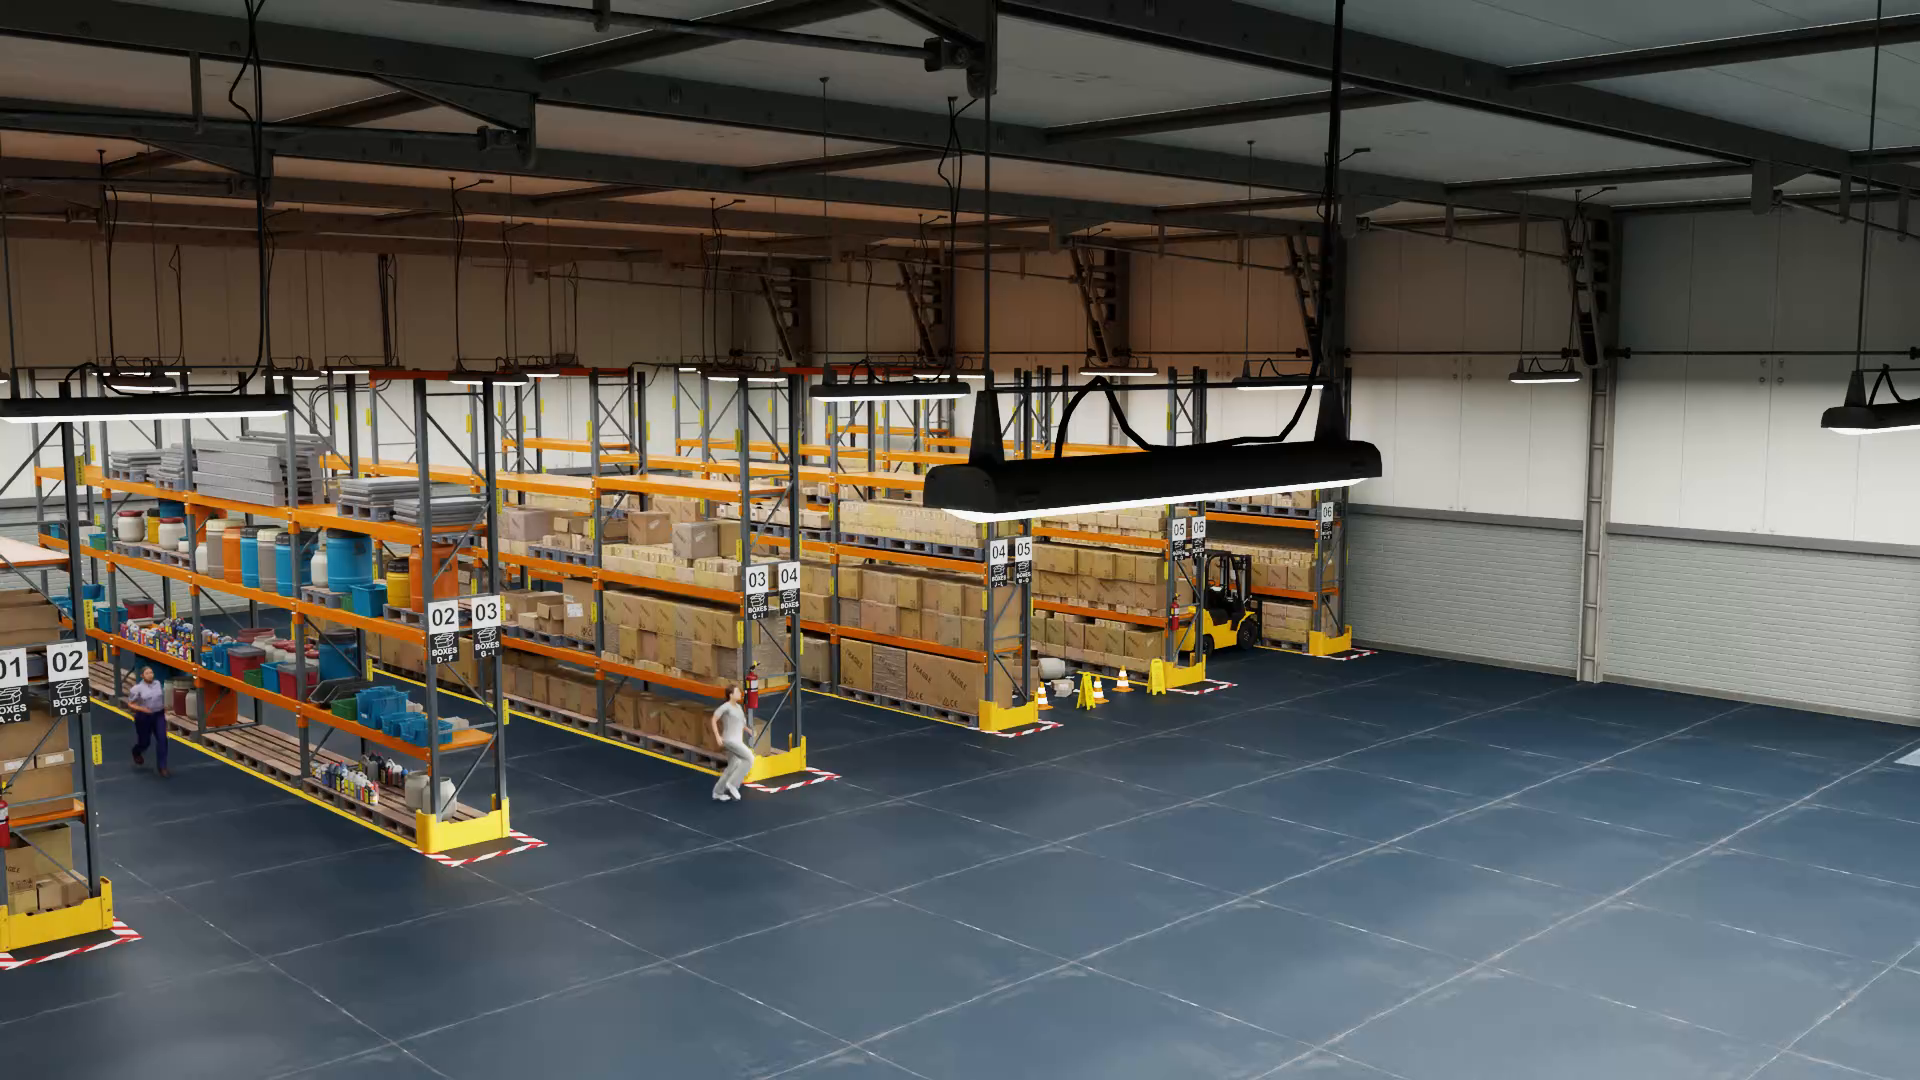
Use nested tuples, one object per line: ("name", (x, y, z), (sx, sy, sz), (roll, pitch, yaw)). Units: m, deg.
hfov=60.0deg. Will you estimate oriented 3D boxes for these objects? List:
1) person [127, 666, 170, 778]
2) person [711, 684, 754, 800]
("person", (-12.182, 2.712, 24.987), (0.896, 1.638, 0.610), (5, 8, 40))
("person", (-3.171, 2.854, 23.581), (0.616, 1.606, 0.572), (2, 7, 14))
